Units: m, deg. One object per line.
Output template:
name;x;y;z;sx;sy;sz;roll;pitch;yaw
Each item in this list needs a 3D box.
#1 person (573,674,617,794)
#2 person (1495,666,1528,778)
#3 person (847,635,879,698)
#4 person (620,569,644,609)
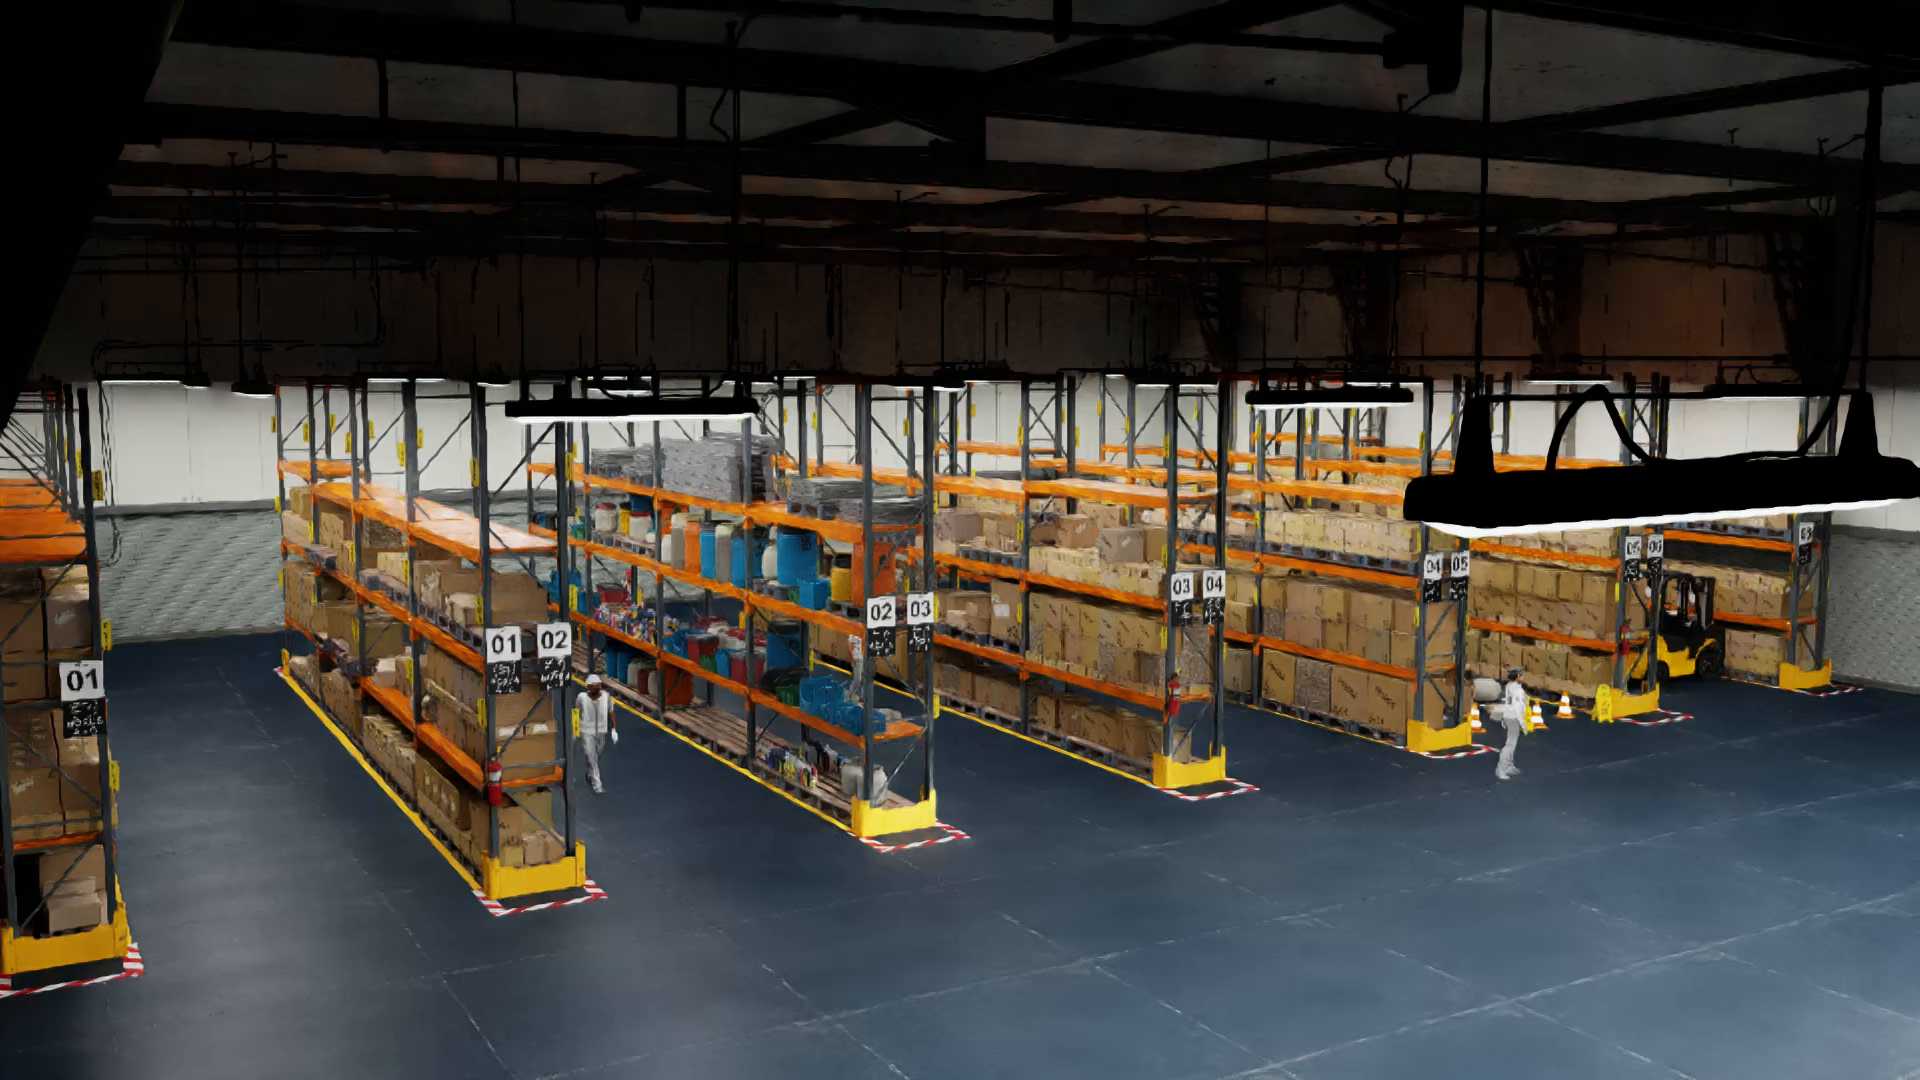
person;-5.336;2.807;24.370;0.577;1.733;1.043;-4;7;-31
person;8.362;2.754;25.210;0.452;1.672;0.642;1;6;10
person;-1.779;2.181;30.724;0.625;1.611;0.582;-4;7;-32
person;-7.259;1.481;36.519;0.677;1.742;0.552;-4;7;-31
